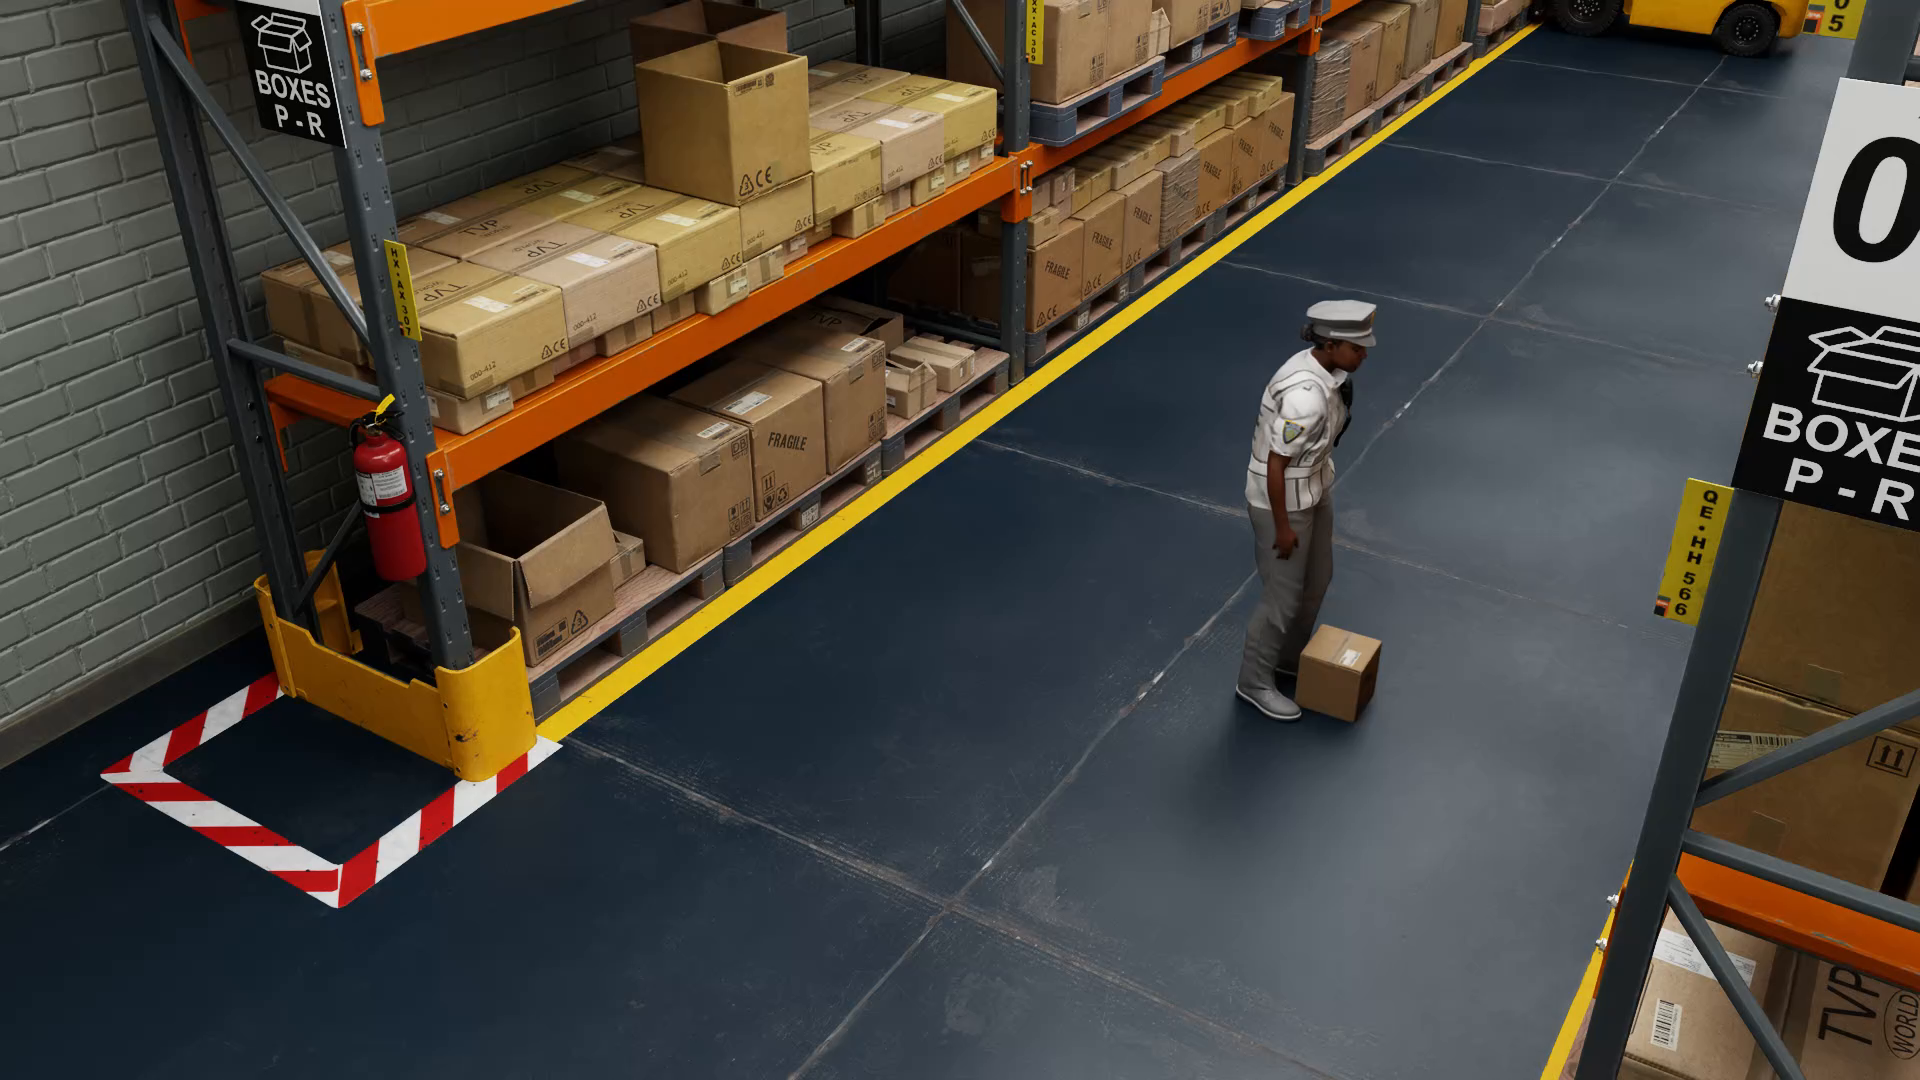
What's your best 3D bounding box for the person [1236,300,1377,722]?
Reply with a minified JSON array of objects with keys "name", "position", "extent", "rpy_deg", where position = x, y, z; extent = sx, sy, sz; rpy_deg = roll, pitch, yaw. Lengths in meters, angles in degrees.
[{"name":"person","position":[1.309,-0.130,6.355],"extent":[0.426,1.655,0.515],"rpy_deg":[16,34,25]}]
